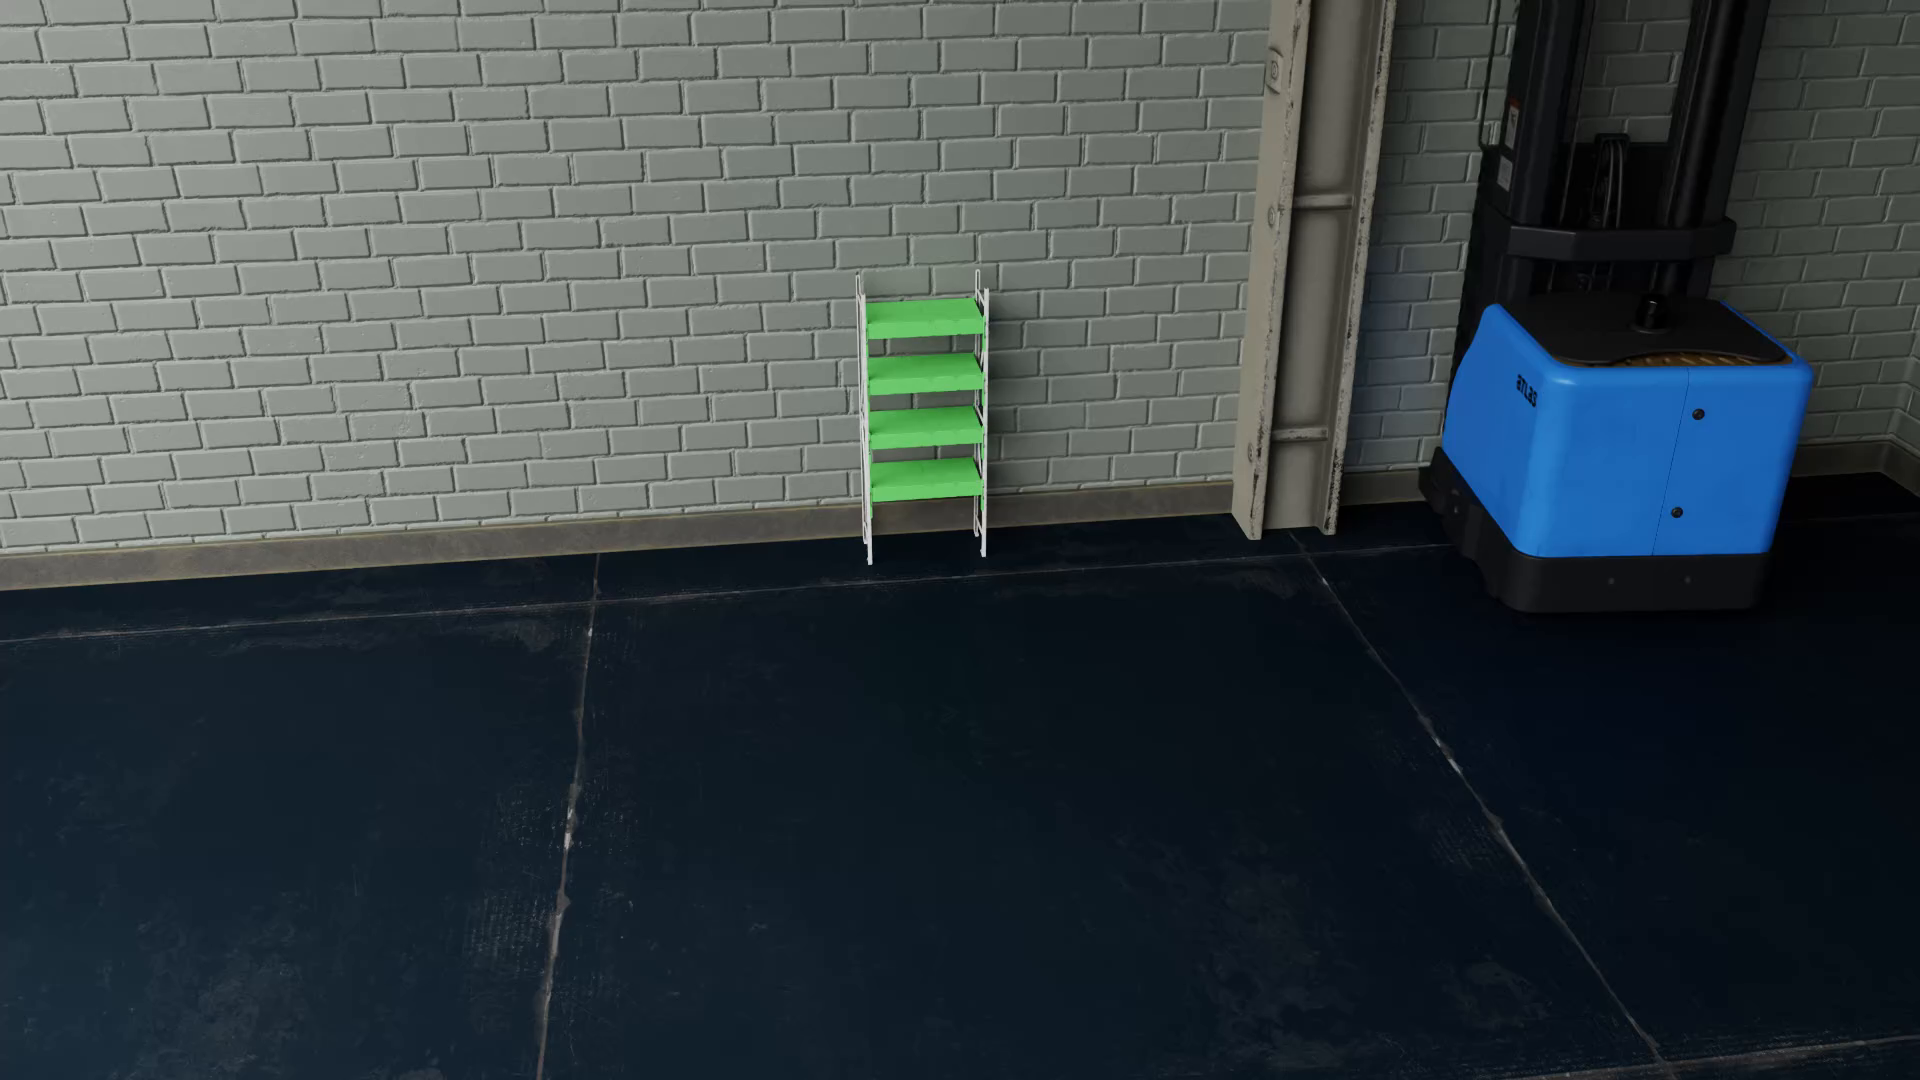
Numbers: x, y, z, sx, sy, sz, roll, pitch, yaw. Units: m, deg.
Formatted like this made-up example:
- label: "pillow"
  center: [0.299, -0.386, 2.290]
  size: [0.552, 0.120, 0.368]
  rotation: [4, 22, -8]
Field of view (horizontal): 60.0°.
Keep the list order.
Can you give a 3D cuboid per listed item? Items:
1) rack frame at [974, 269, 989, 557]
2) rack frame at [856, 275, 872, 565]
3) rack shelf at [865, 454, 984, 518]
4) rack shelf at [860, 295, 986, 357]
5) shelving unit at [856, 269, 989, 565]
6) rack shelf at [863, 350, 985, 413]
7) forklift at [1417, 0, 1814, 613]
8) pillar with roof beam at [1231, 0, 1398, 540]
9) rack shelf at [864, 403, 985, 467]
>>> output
- label: "rack frame"
  center: [0.087, -0.513, 6.931]
  size: [0.015, 1.200, 0.240]
  rotation: [-4, 28, -8]
- label: "rack frame"
  center: [-0.395, -0.480, 6.866]
  size: [0.015, 1.200, 0.240]
  rotation: [-4, 28, -8]
- label: "rack shelf"
  center: [-0.155, -0.229, 7.042]
  size: [0.480, 0.148, 0.258]
  rotation: [-4, 28, -8]
- label: "rack shelf"
  center: [-0.153, -0.863, 6.702]
  size: [0.480, 0.148, 0.258]
  rotation: [-4, 28, -8]
- label: "shelving unit"
  center: [-0.154, -0.497, 6.898]
  size: [0.503, 1.200, 0.258]
  rotation: [-4, 28, -8]
- label: "rack shelf"
  center: [-0.154, -0.652, 6.815]
  size: [0.480, 0.148, 0.258]
  rotation: [-4, 28, -8]
- label: "forklift"
  center: [2.624, -1.651, 7.257]
  size: [1.130, 2.935, 3.031]
  rotation: [-1, 27, -2]
- label: "pillar with roof beam"
  center: [2.036, -2.140, 1.564]
  size: [0.400, 9.000, 9.100]
  rotation: [-4, 27, -7]
- label: "rack shelf"
  center: [-0.154, -0.441, 6.929]
  size: [0.480, 0.148, 0.258]
  rotation: [-4, 28, -8]
